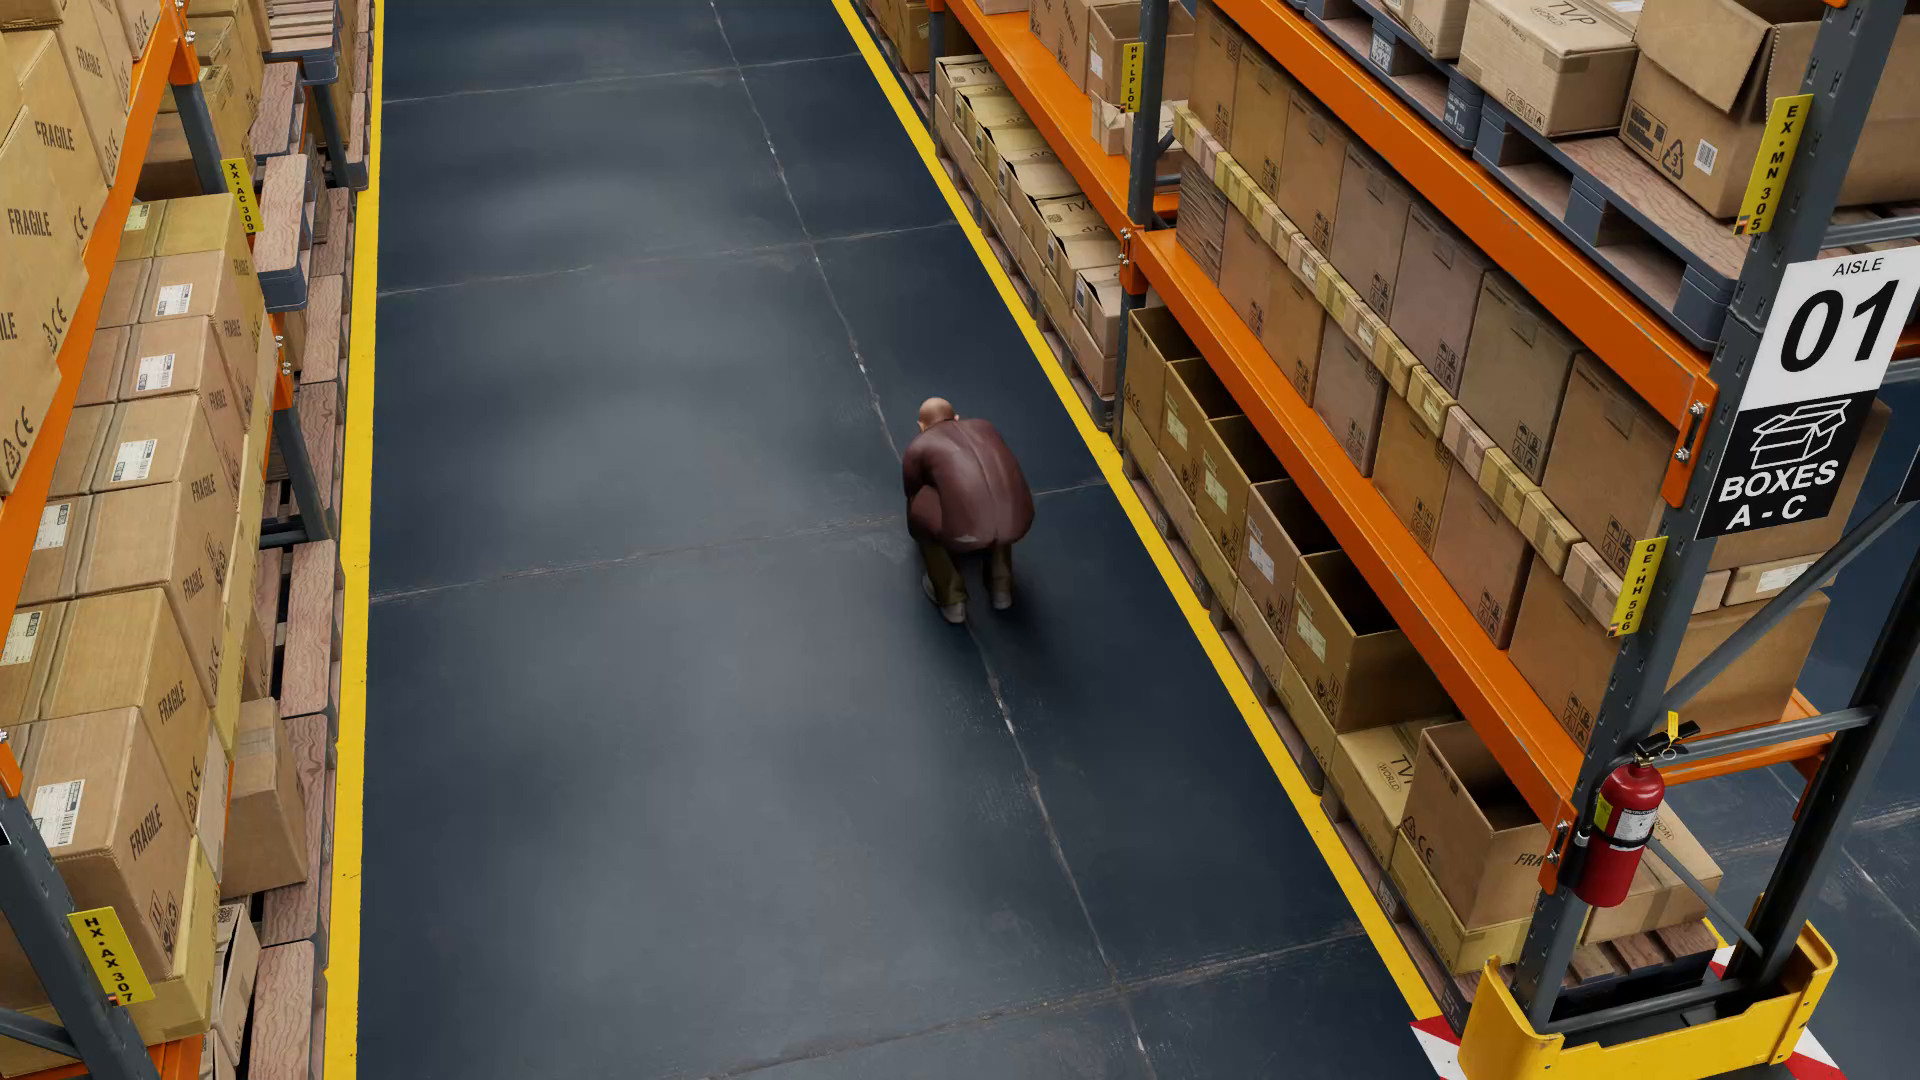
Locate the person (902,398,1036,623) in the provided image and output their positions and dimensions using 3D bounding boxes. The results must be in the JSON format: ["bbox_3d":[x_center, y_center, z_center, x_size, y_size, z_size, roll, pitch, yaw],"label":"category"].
[{"bbox_3d":[0.020,-0.142,7.703,0.581,0.848,0.952,-10,39,-13],"label":"person"}]
